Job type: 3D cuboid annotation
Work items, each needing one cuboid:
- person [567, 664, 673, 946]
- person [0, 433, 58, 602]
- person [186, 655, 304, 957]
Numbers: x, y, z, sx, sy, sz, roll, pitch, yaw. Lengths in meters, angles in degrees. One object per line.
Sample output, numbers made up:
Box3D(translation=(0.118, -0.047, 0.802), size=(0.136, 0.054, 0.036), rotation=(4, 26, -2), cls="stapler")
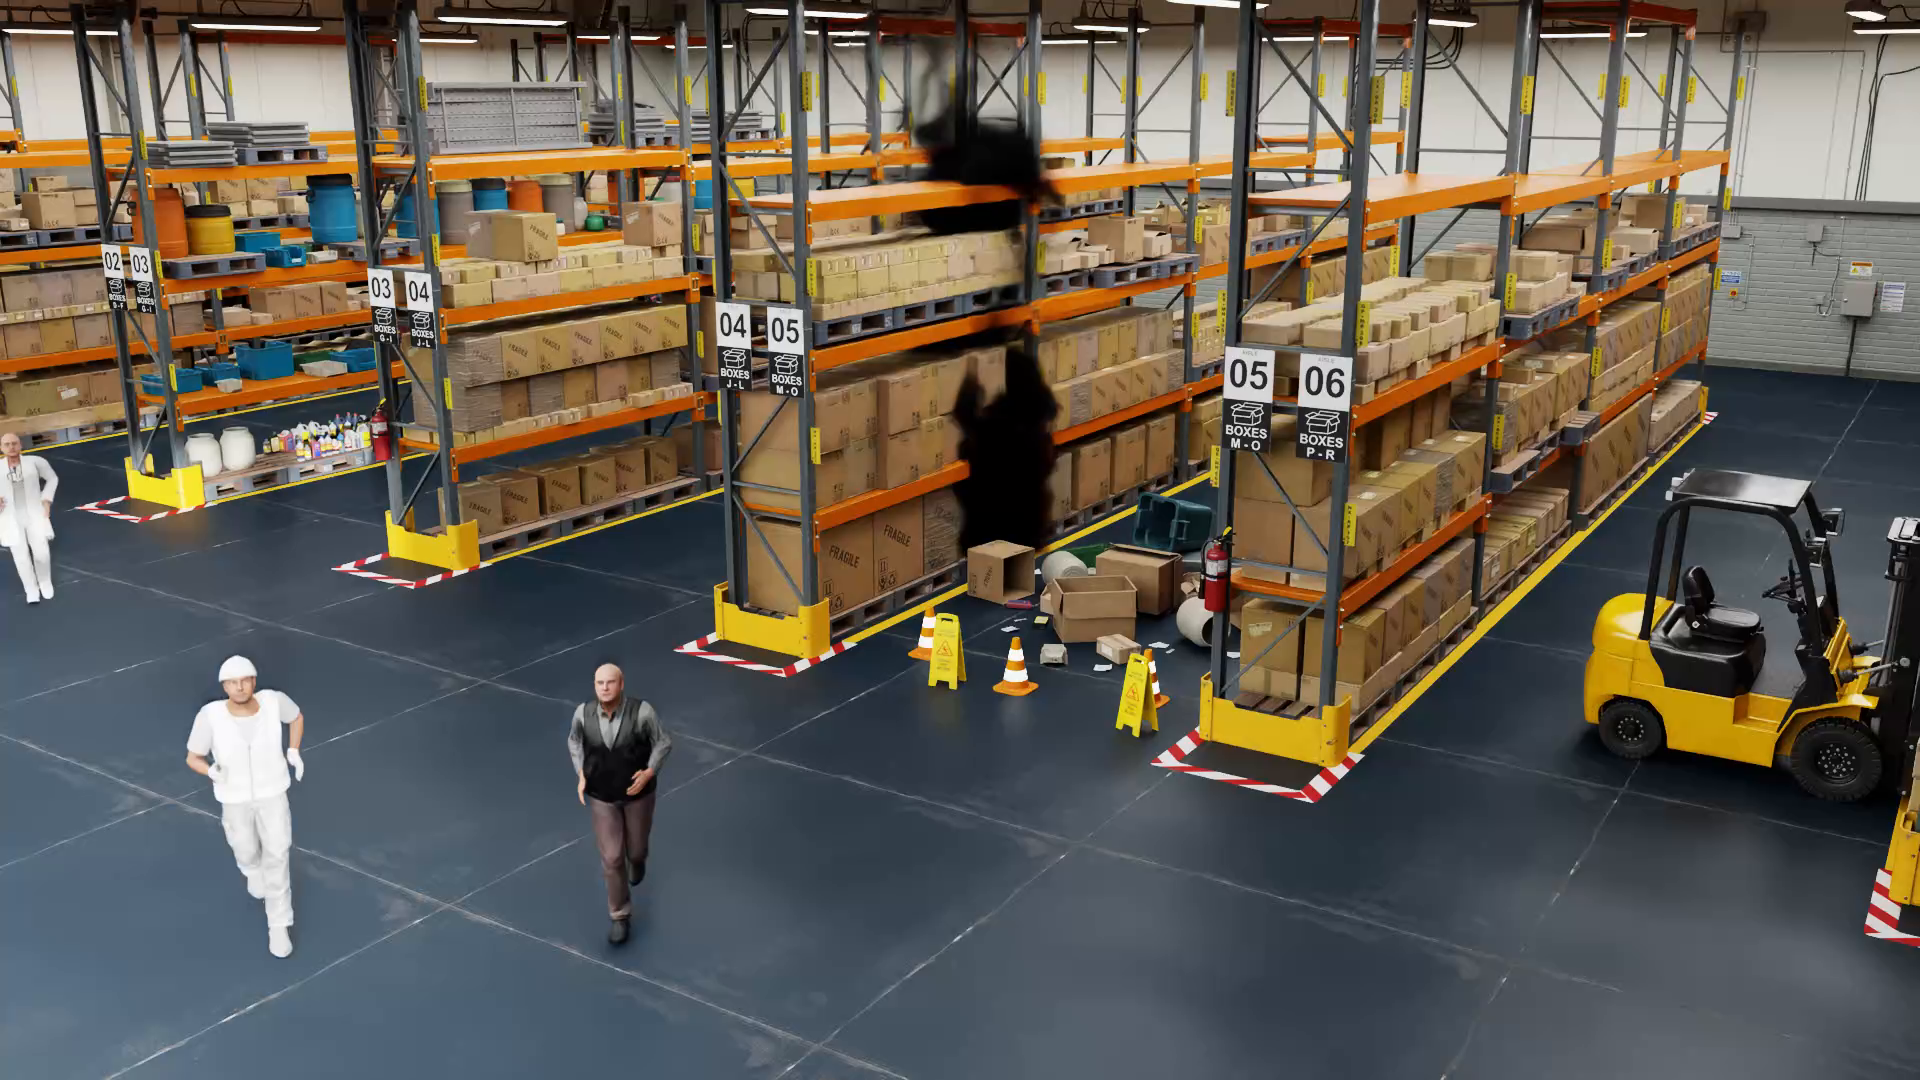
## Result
Box3D(translation=(-2.100, 1.568, 10.335), size=(0.658, 1.717, 0.806), rotation=(-1, 16, -4), cls="person")
Box3D(translation=(-9.374, -0.199, 16.657), size=(0.698, 1.738, 0.636), rotation=(-8, 18, -27), cls="person")
Box3D(translation=(-4.342, 1.561, 10.211), size=(0.684, 1.781, 0.984), rotation=(-7, 17, -24), cls="person")
